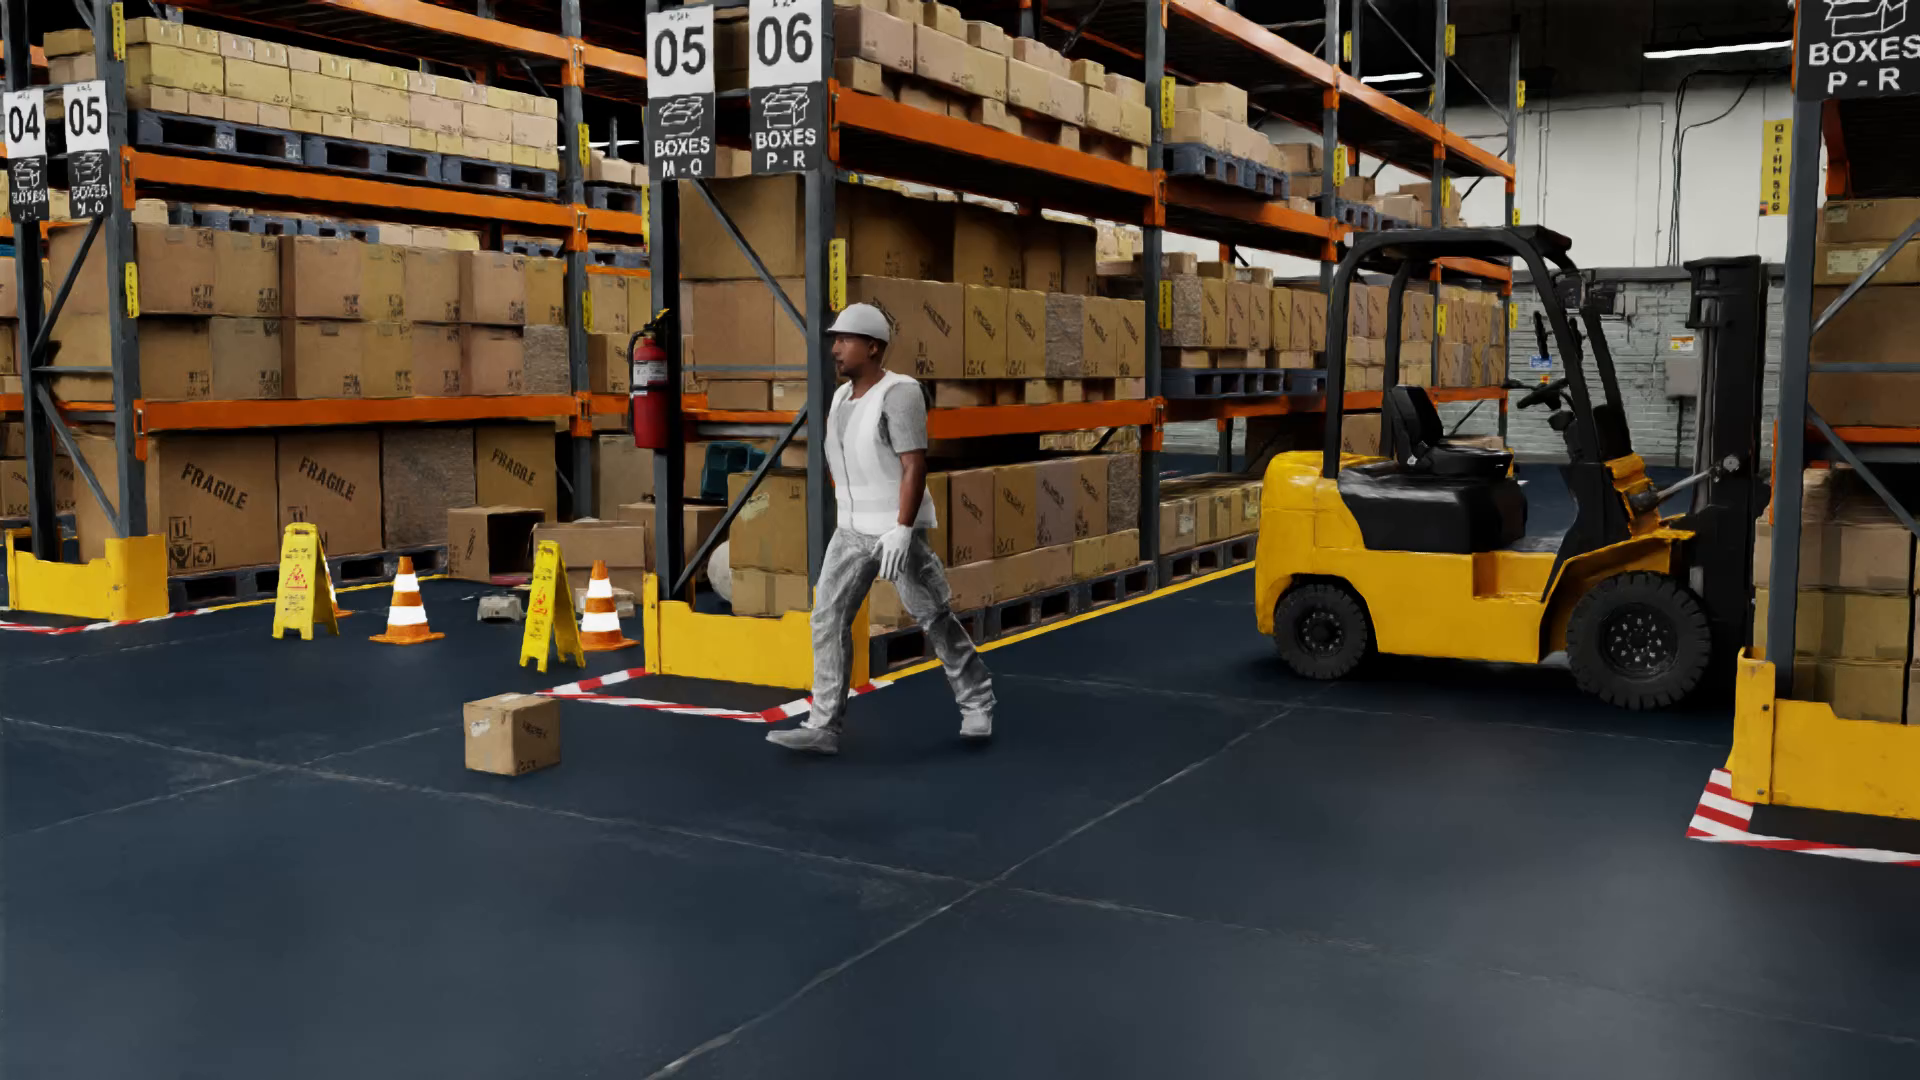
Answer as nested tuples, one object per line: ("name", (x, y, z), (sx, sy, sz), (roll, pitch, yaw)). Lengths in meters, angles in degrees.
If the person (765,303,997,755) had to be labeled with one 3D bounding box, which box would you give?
("person", (-0.300, -0.037, 6.504), (0.936, 1.758, 0.596), (-5, 8, -40))
